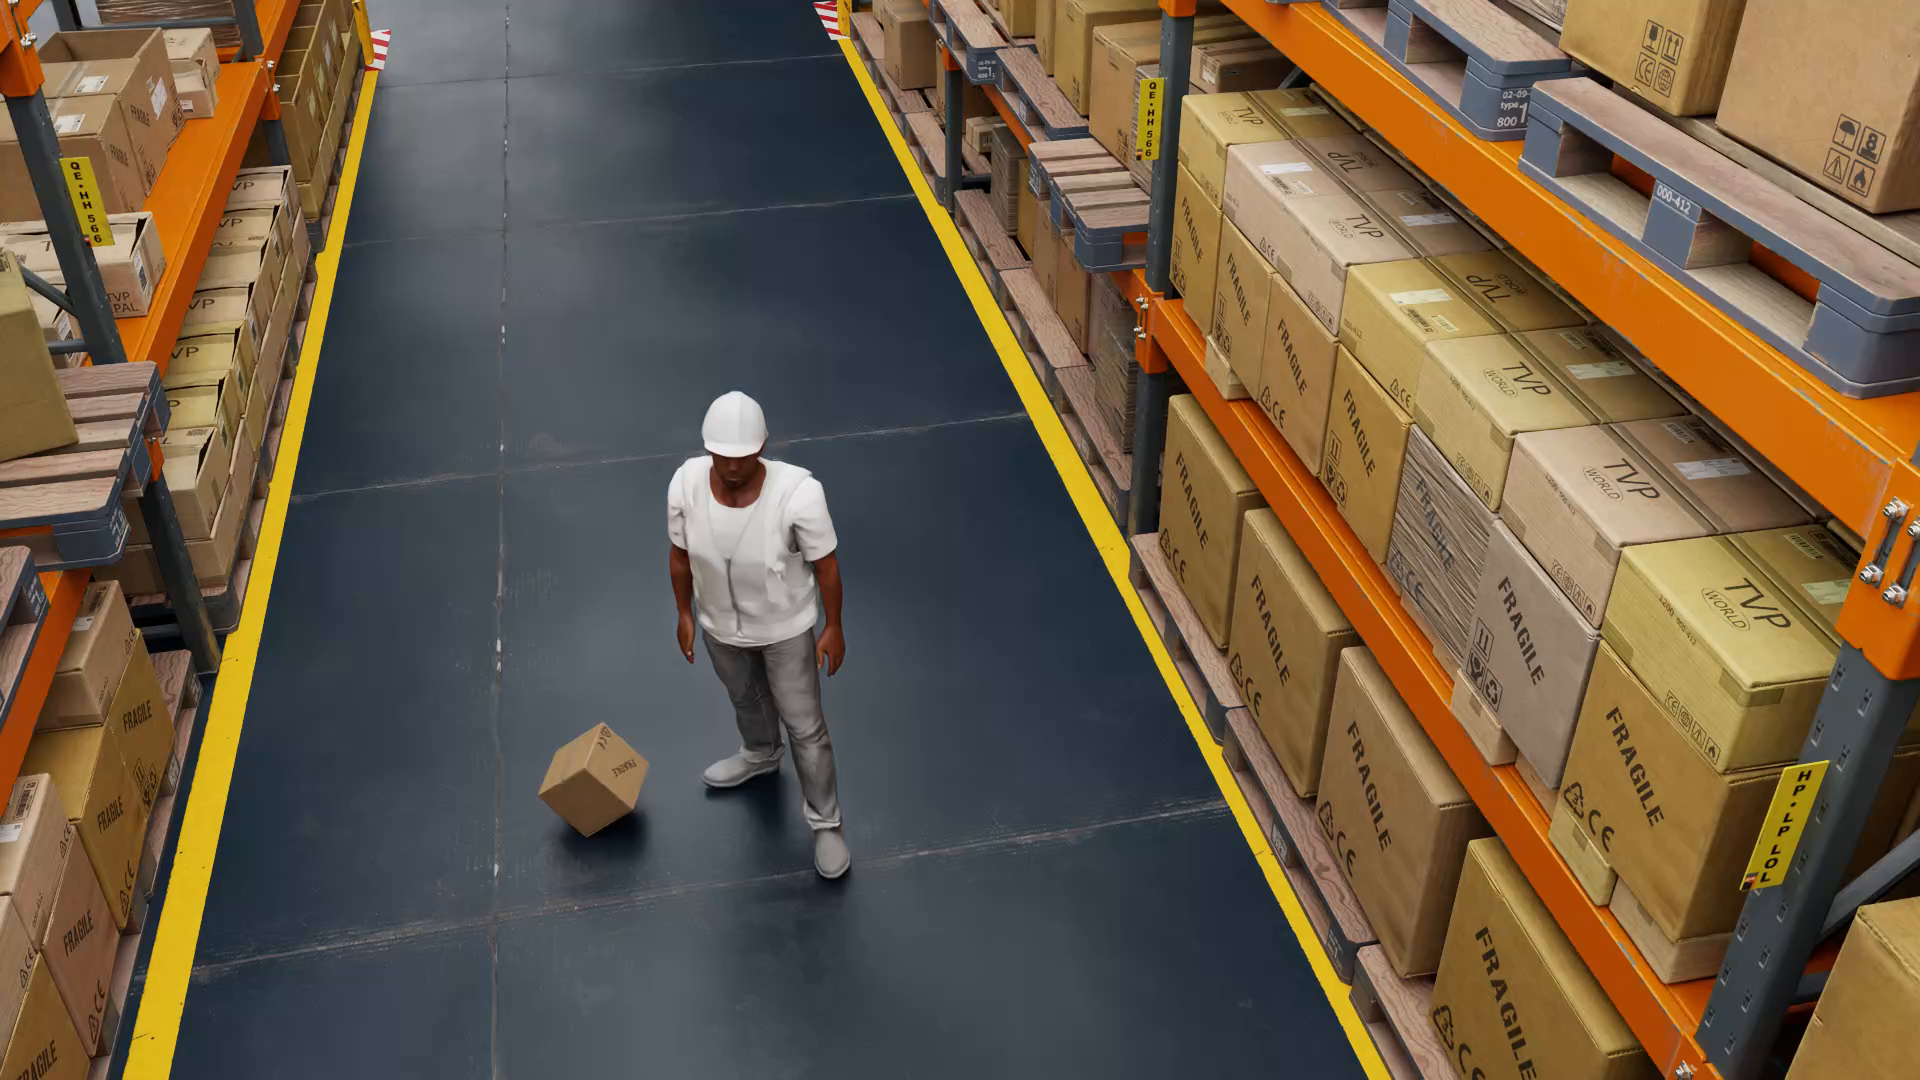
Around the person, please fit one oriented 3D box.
[{"bbox_3d":[-0.663,0.294,5.653,0.704,1.752,0.587,10,35,14],"label":"person"}]
